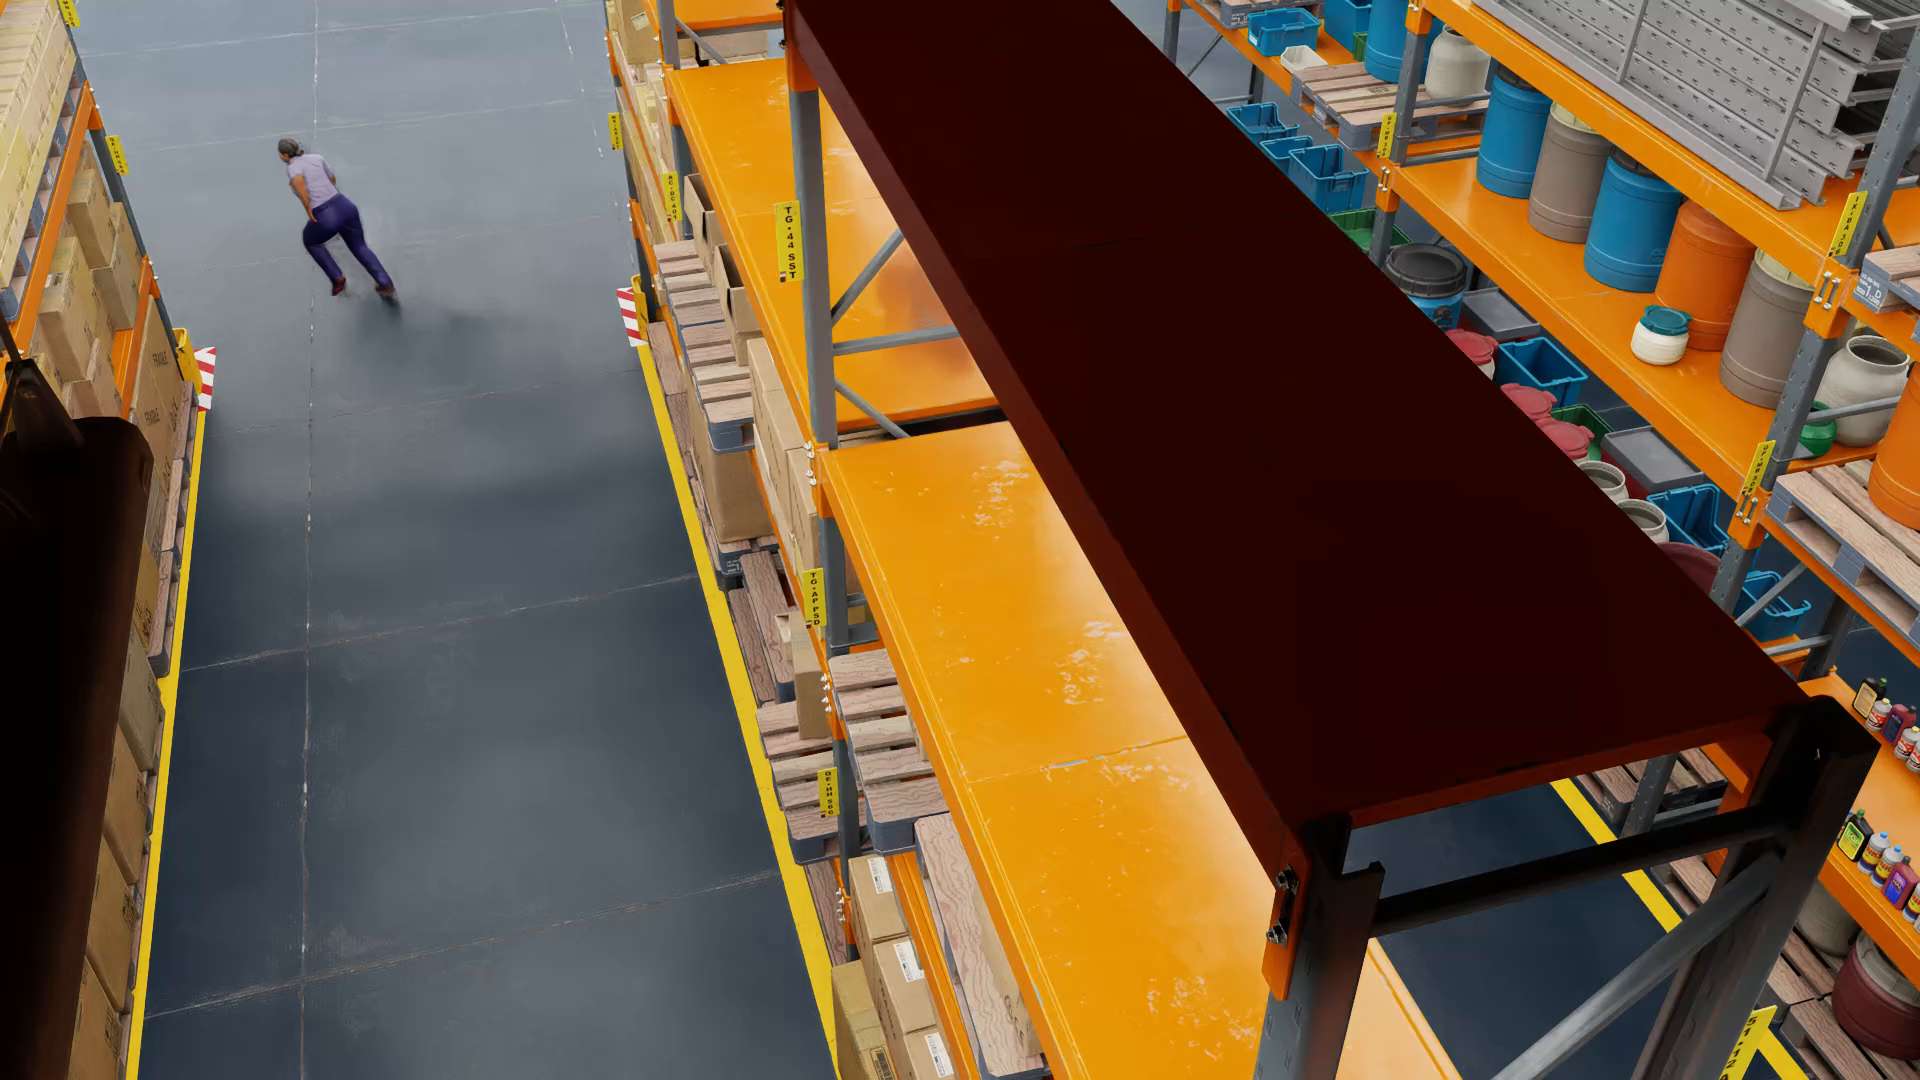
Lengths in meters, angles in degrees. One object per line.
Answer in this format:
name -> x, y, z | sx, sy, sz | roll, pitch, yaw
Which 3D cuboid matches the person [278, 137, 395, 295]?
person -> -5.769, -2.905, 15.302 | 0.954, 1.575, 0.645 | 14, 40, 17
